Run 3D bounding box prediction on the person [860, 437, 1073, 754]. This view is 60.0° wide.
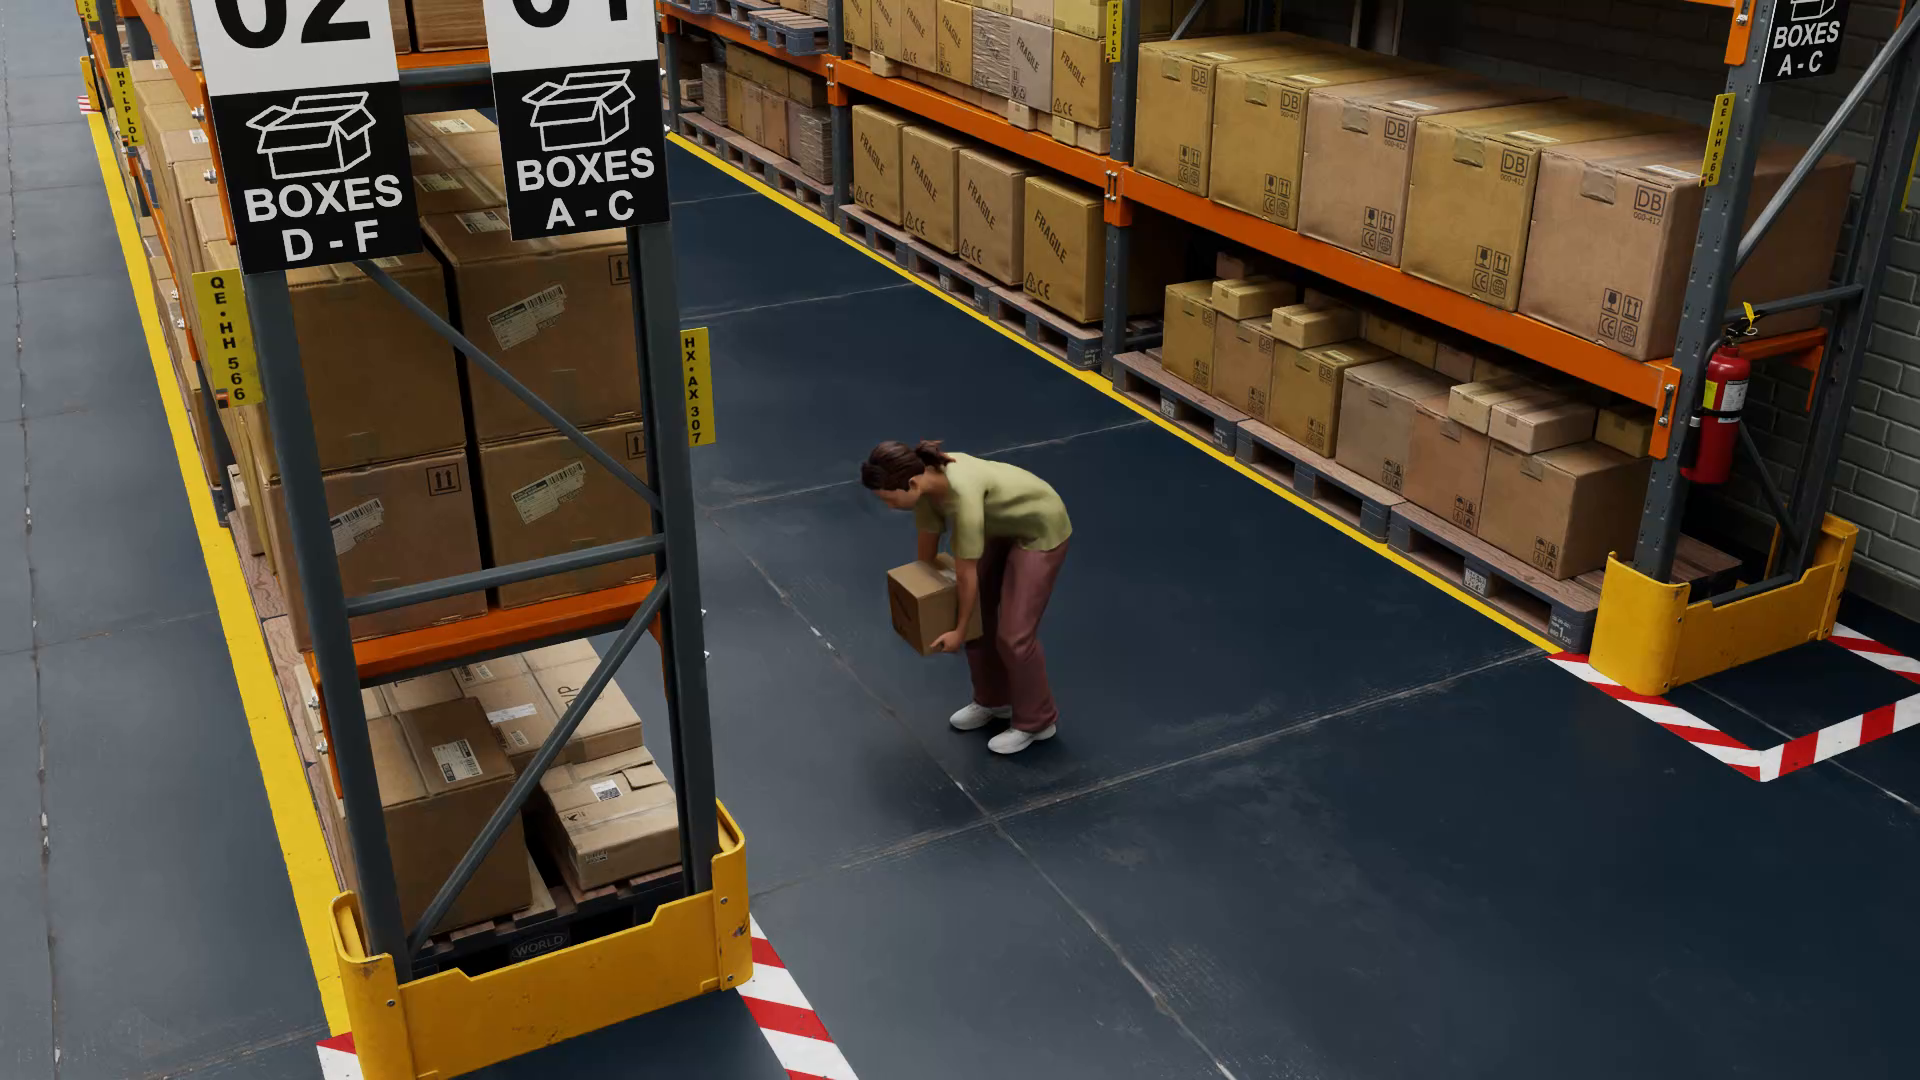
[{"bbox_3d":[0.021,0.192,6.139,0.813,1.311,0.403,-14,29,-26],"label":"person"}]
